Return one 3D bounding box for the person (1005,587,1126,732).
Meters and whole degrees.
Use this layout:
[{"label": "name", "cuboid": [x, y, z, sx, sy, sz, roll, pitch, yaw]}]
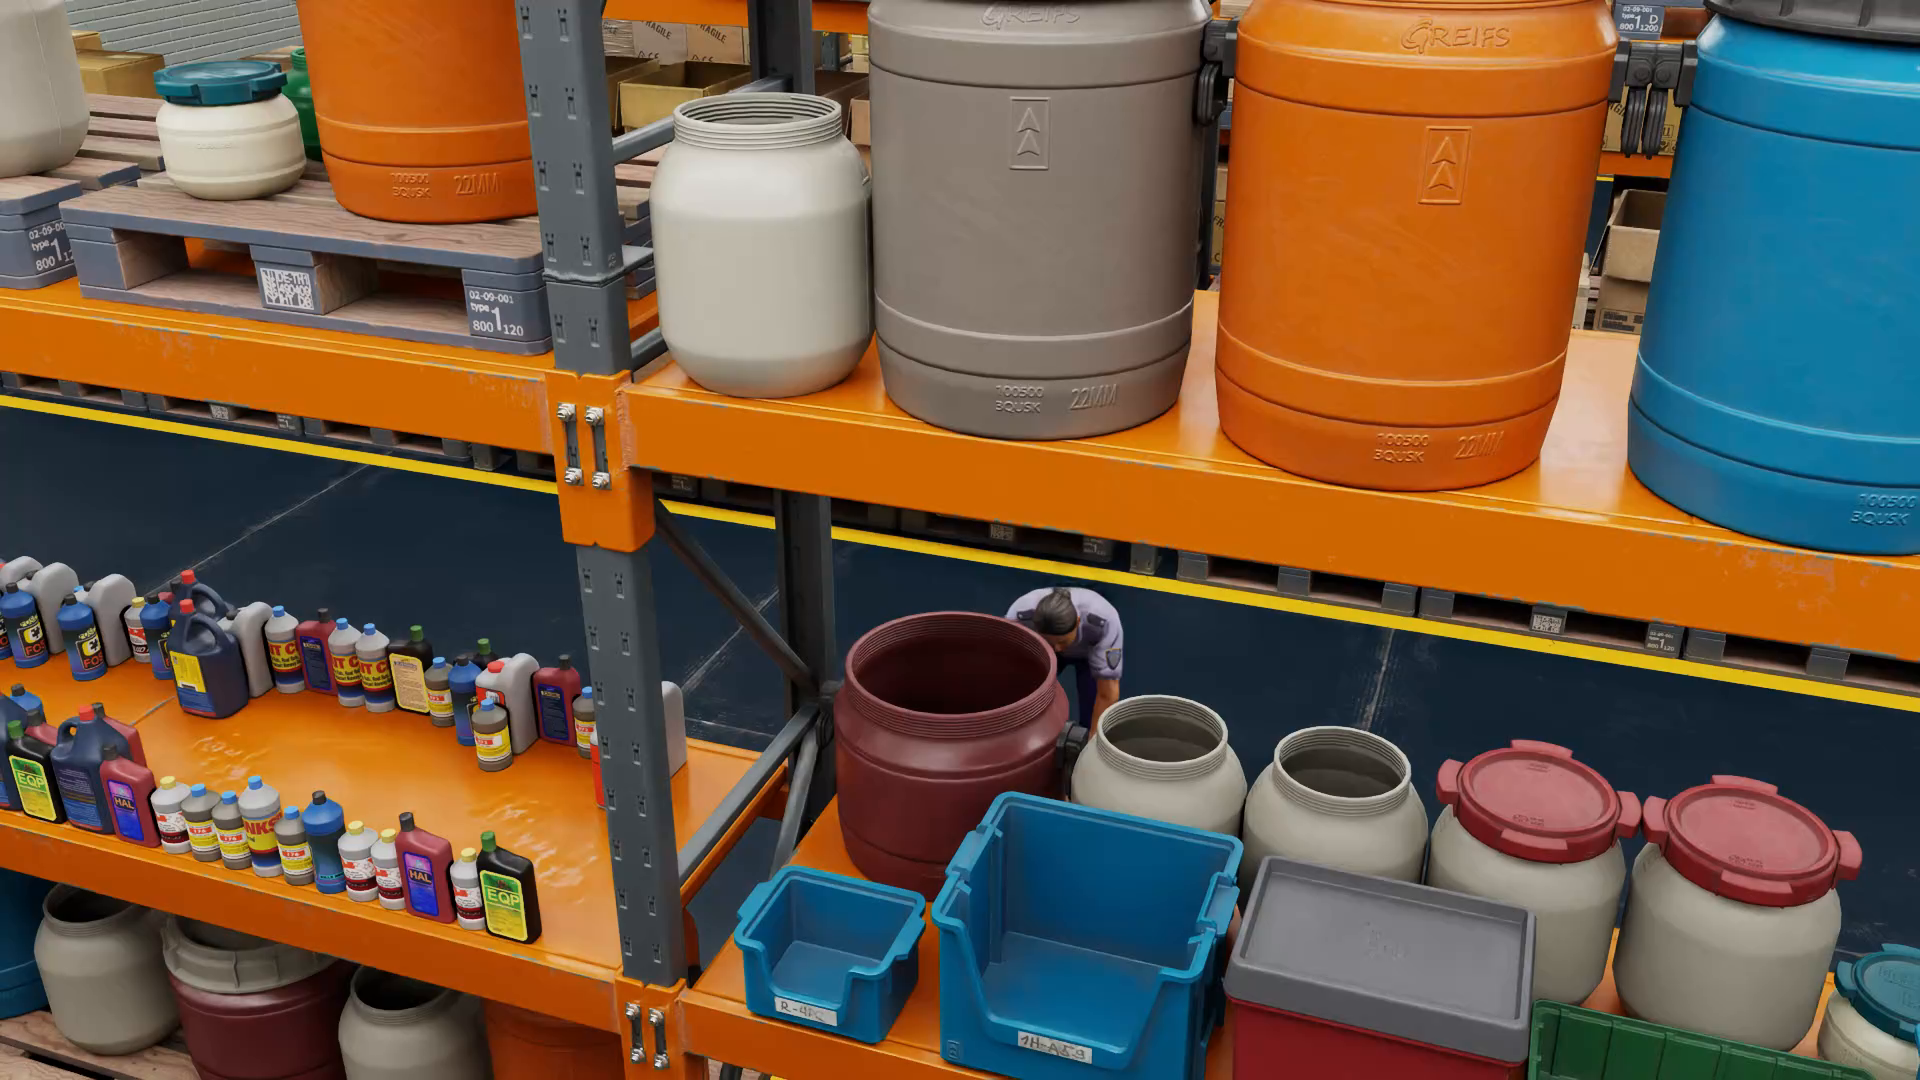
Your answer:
[{"label": "person", "cuboid": [0.454, 0.550, 6.804, 0.530, 0.949, 0.637, 9, 27, 17]}]
